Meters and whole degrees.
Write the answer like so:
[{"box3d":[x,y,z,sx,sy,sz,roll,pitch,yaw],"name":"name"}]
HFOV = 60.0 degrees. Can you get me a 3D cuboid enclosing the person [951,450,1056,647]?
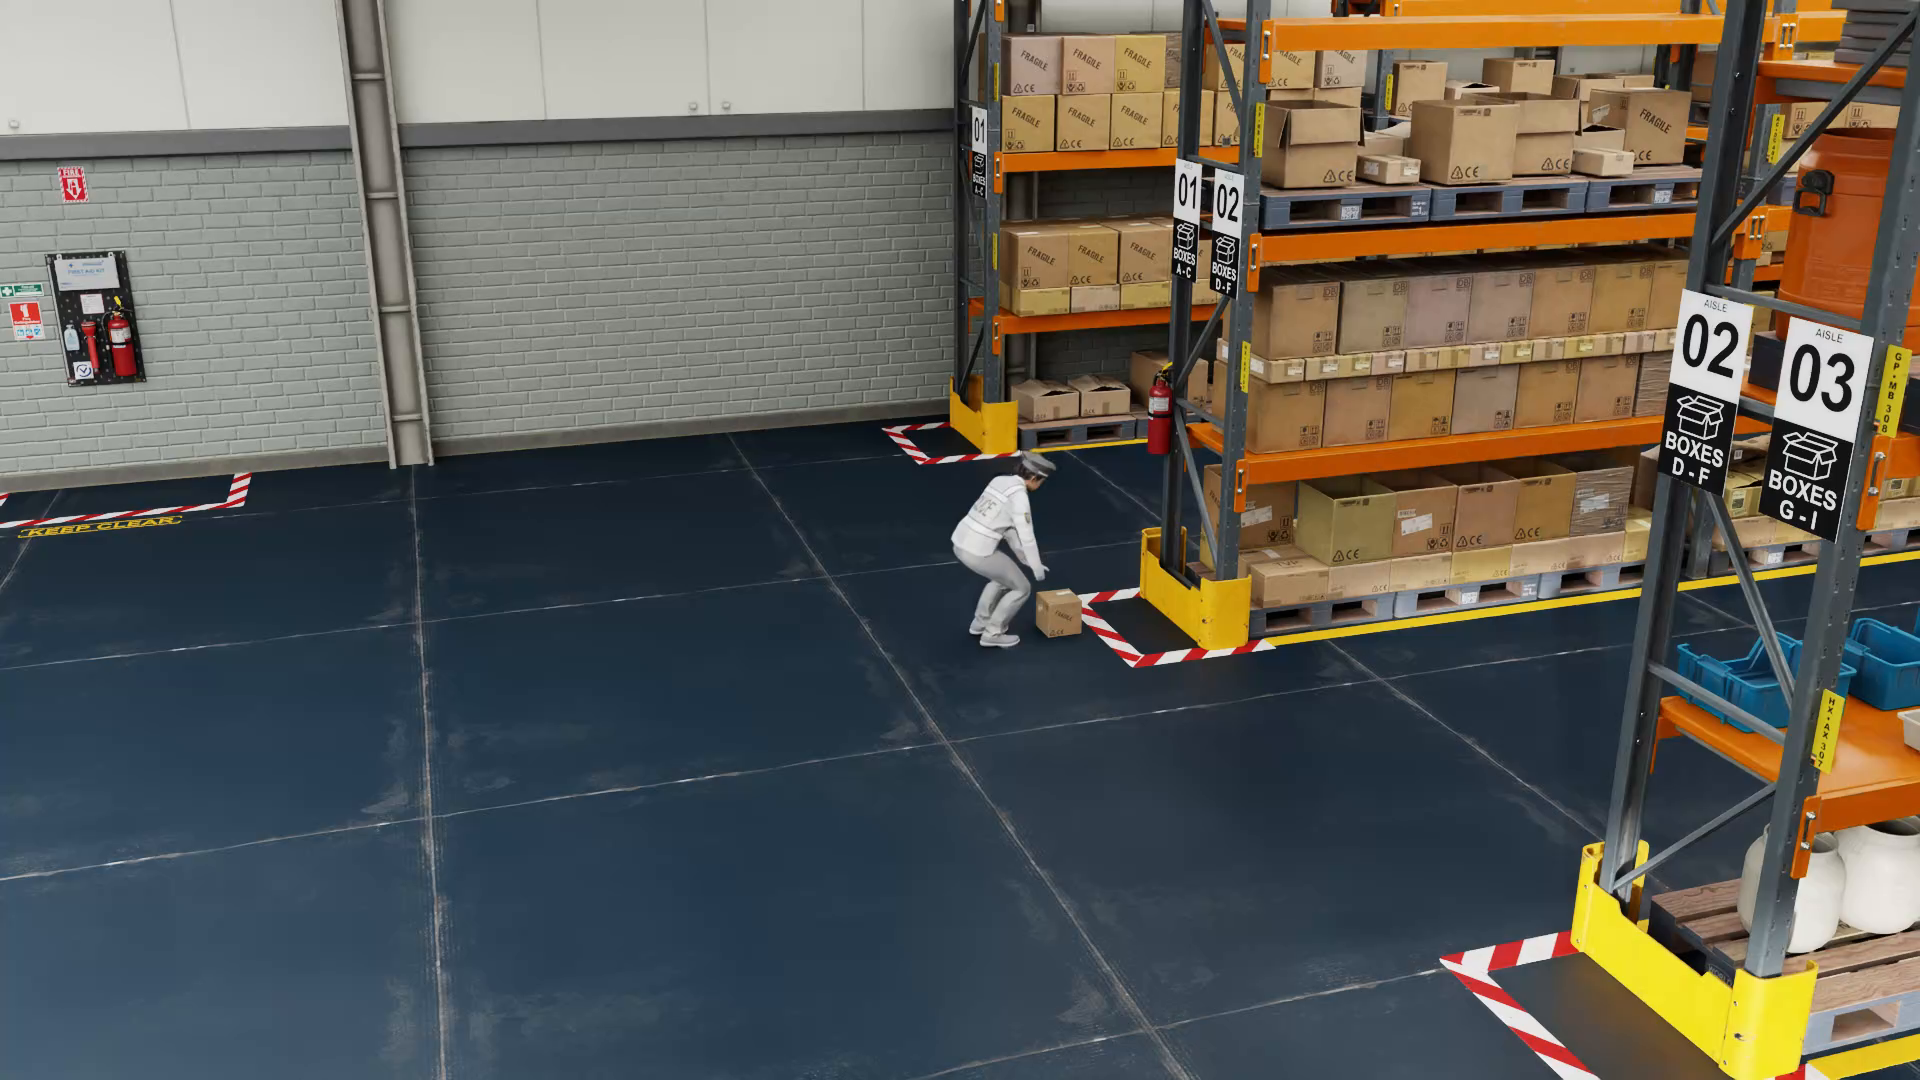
[{"box3d":[0.302,0.049,11.459,0.739,1.320,0.534,-6,20,-17],"name":"person"}]
